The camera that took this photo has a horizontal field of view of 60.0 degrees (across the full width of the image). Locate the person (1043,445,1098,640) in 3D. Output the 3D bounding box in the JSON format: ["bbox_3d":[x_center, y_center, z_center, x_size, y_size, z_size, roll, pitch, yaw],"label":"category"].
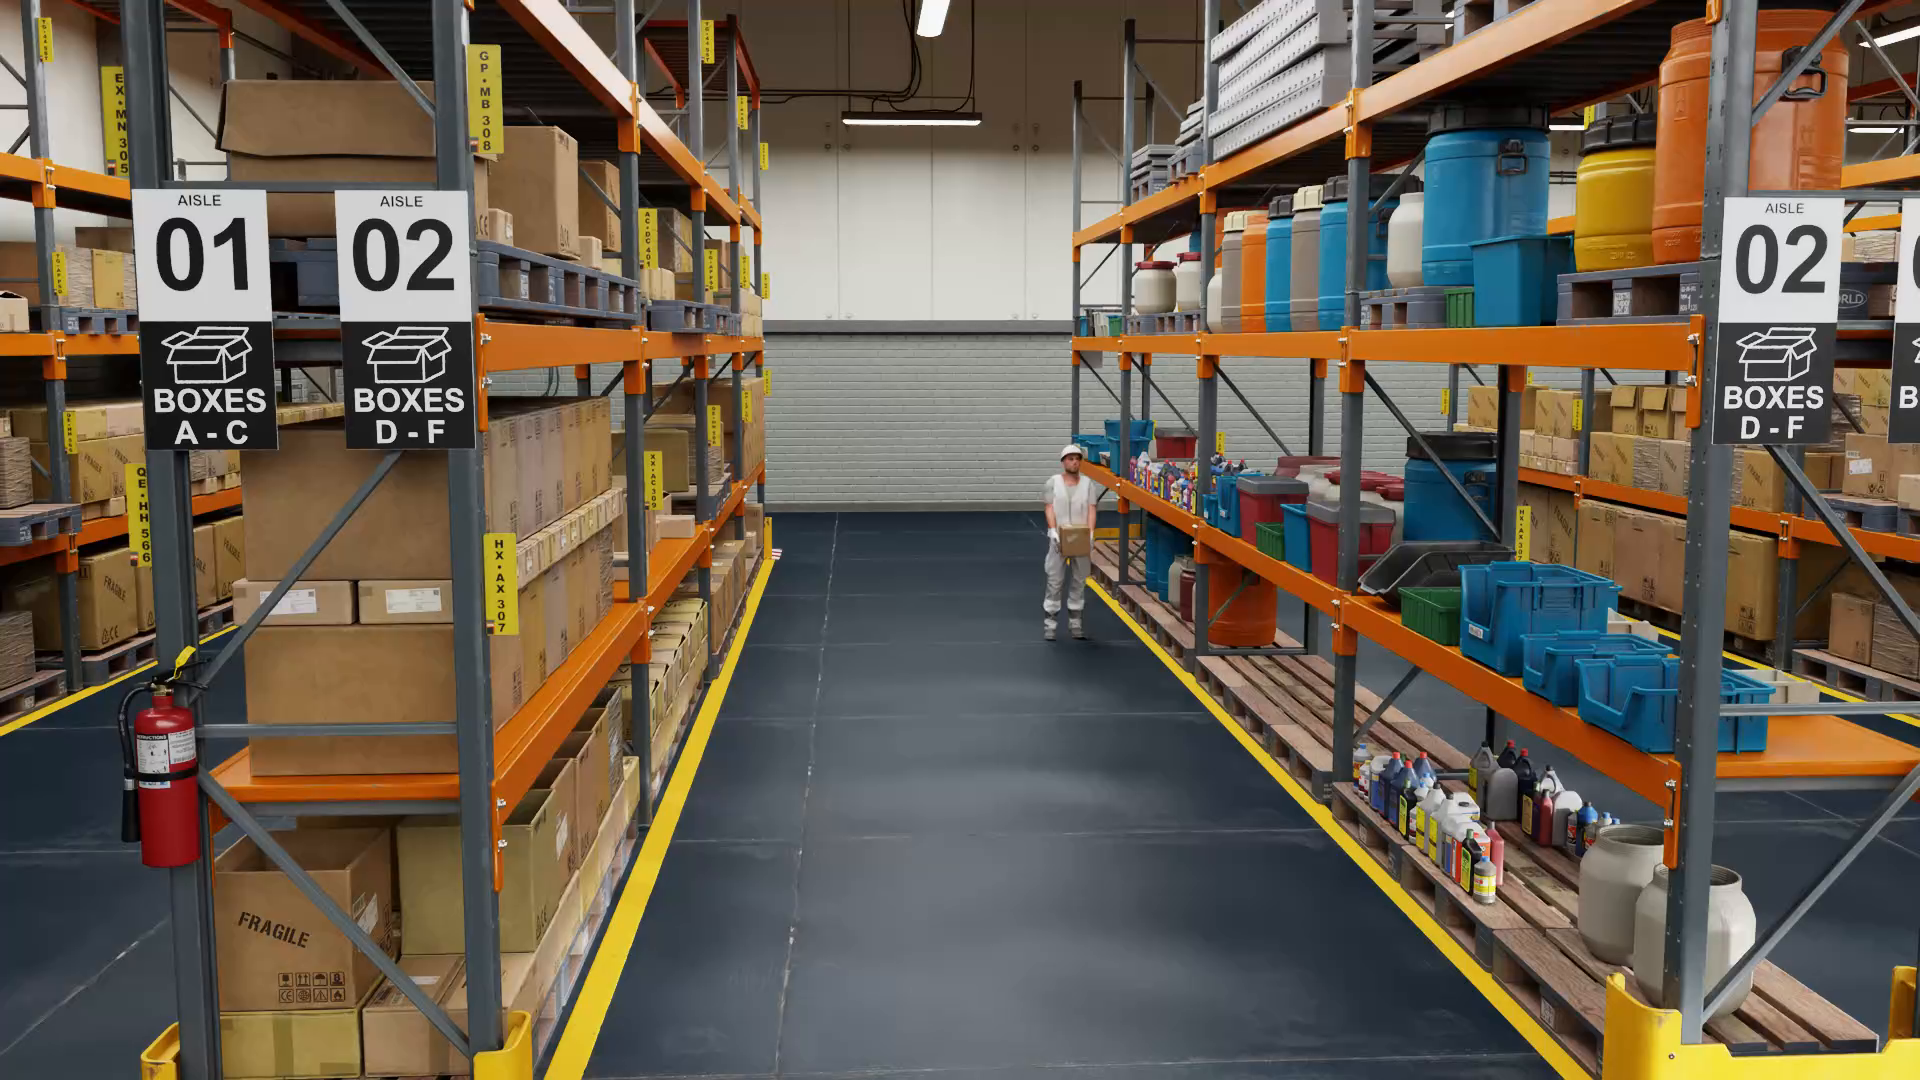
[{"bbox_3d":[1.023,0.024,15.408,0.535,1.793,0.525,0,7,-4],"label":"person"}]
